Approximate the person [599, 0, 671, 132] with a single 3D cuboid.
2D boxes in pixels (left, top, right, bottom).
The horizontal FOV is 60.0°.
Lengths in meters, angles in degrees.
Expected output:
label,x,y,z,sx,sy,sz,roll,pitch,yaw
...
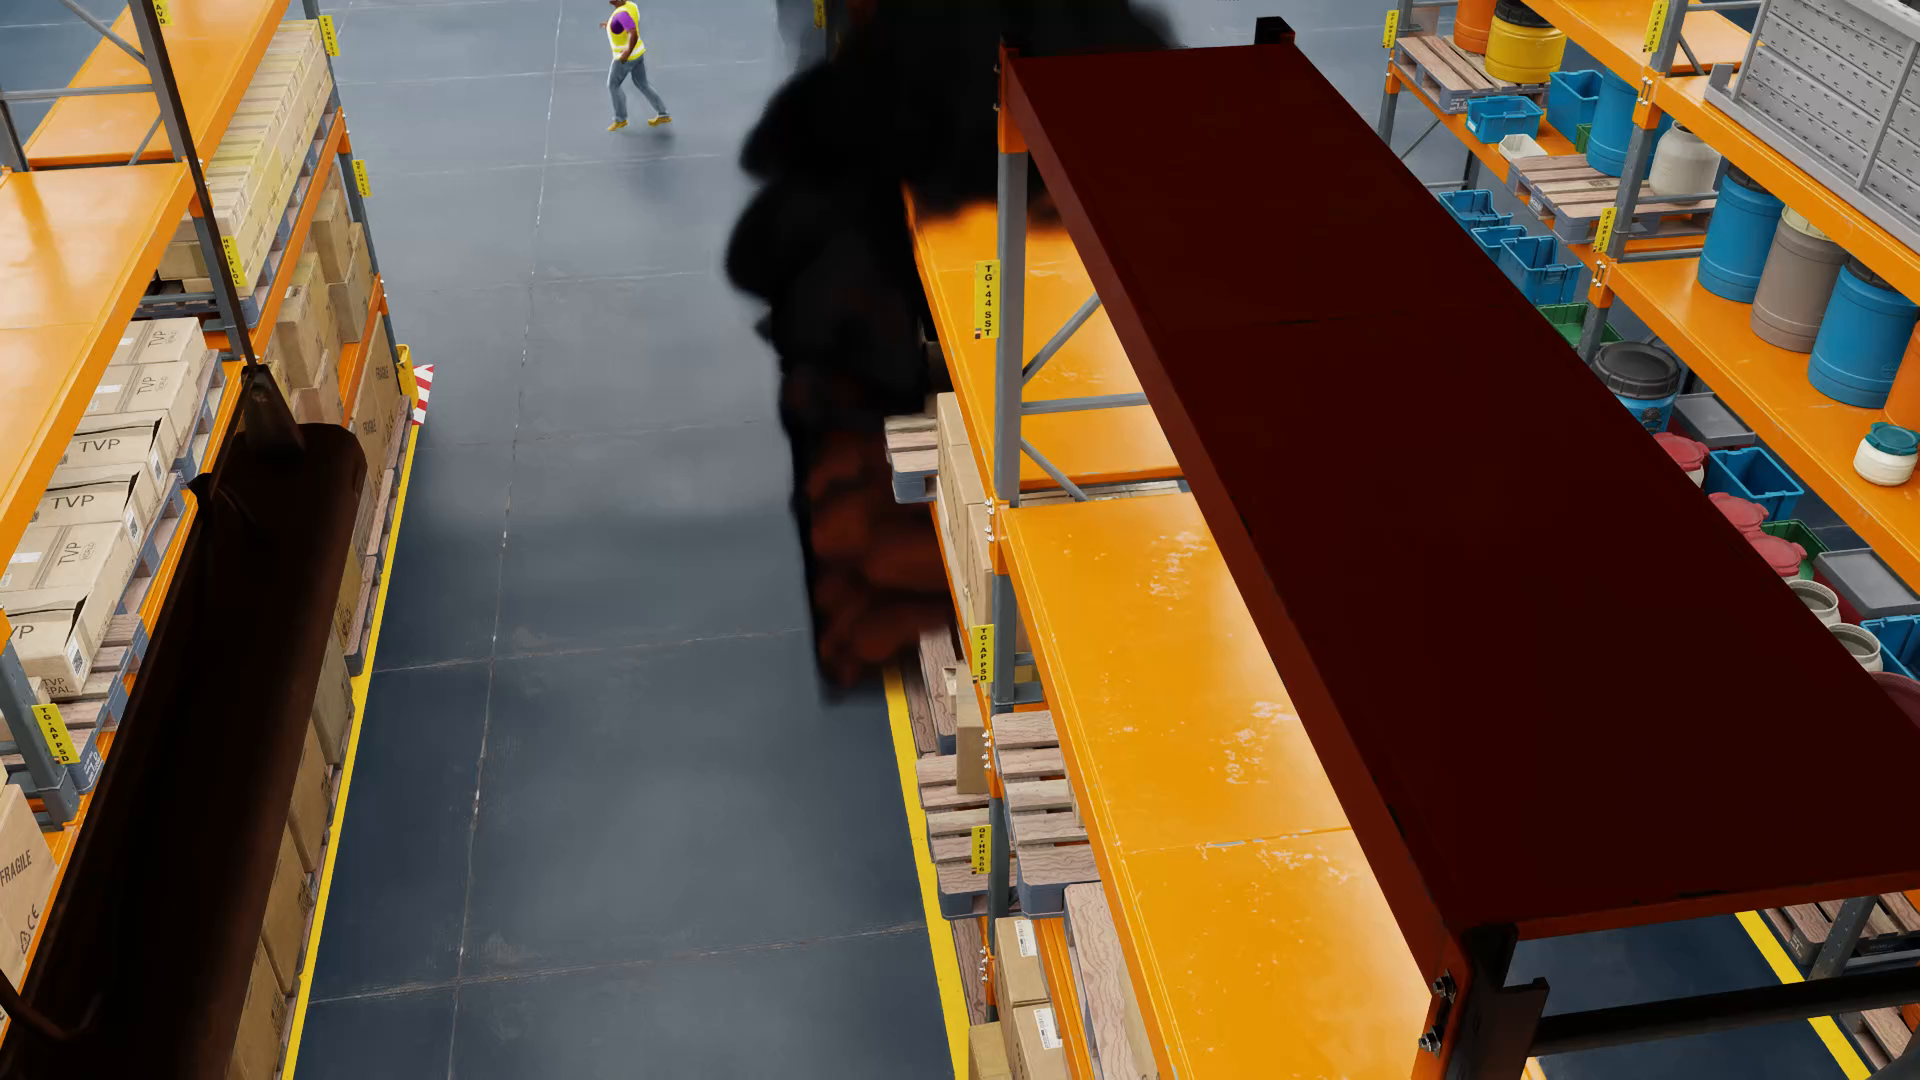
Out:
label,x,y,z,sx,sy,sz,roll,pitch,yaw
person,-3.922,-5.717,19.746,0.841,1.815,0.635,11,38,14
